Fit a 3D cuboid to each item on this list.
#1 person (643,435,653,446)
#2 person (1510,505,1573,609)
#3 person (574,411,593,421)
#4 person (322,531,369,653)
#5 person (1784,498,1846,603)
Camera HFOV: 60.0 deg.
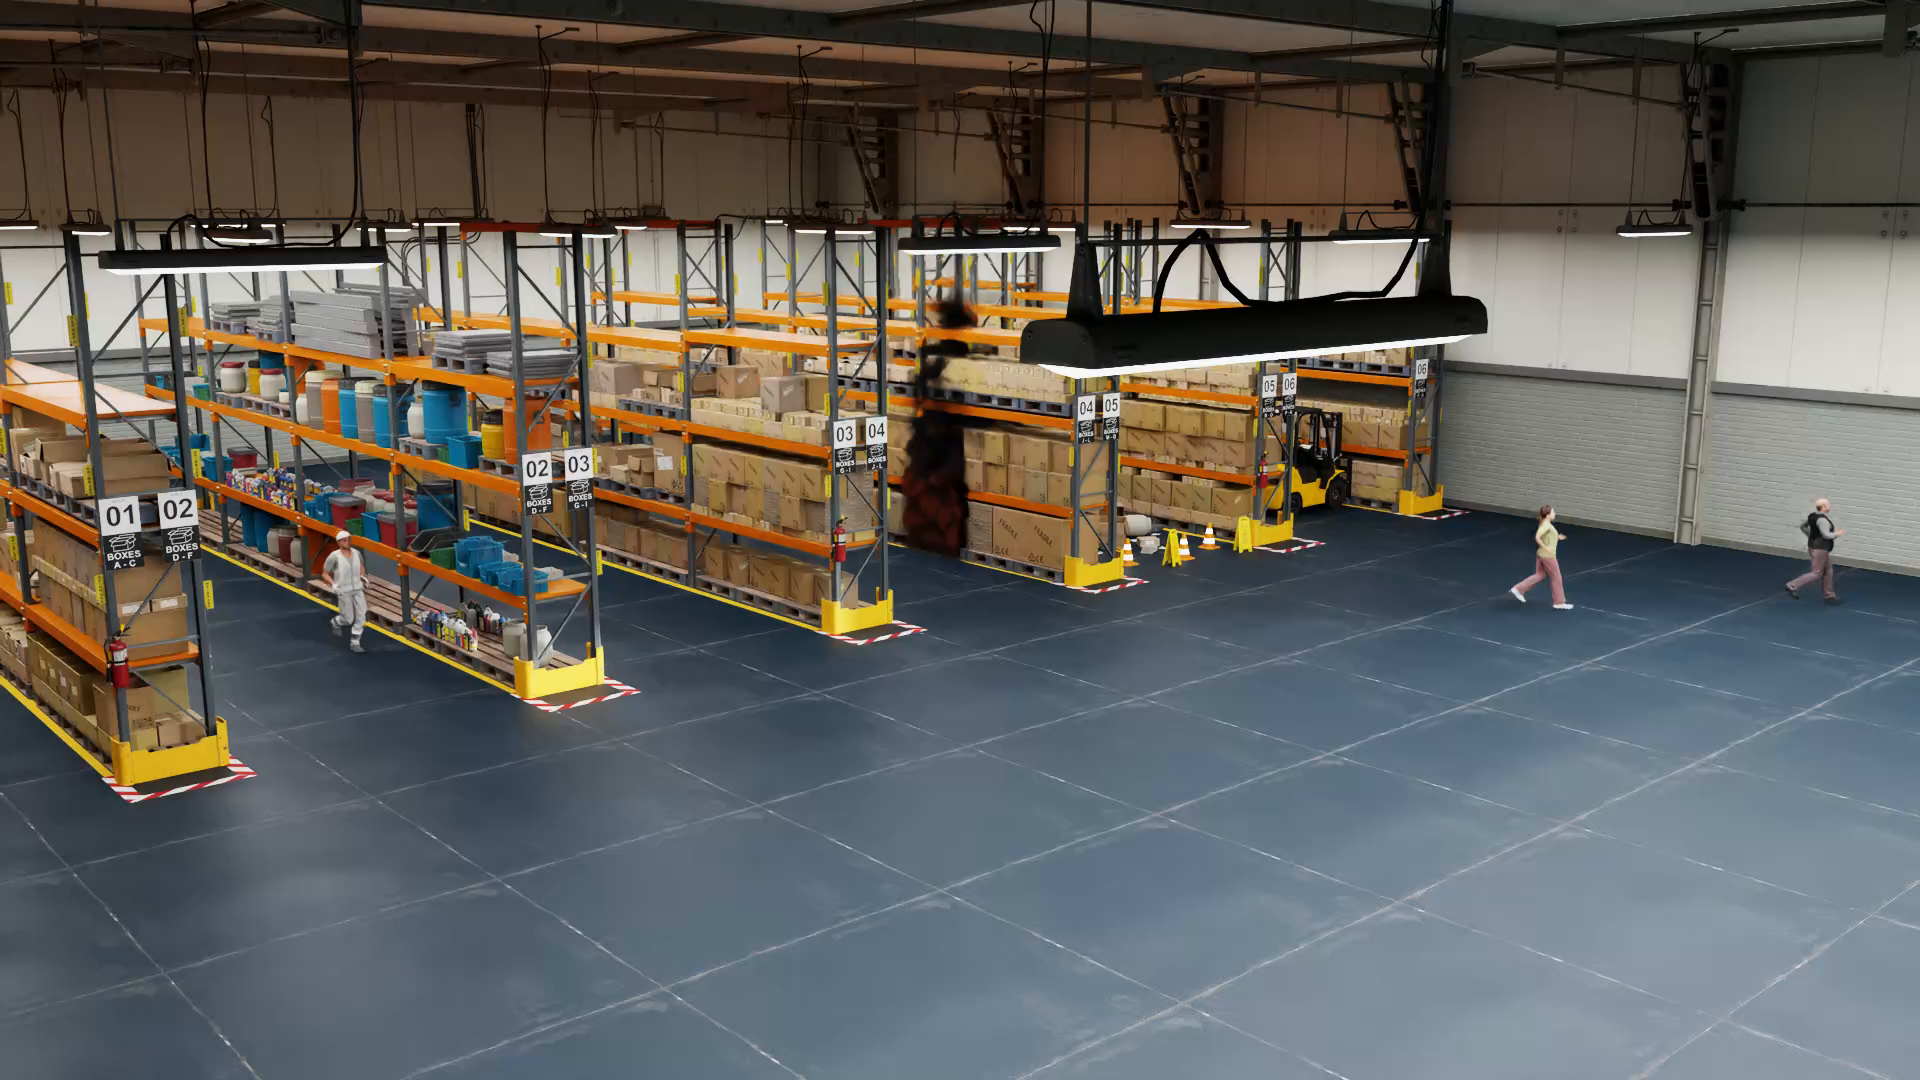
[{"bbox_3d":[-7.869,-2.933,42.141,0.816,1.731,0.557,-9,15,-39],"label":"person"},{"bbox_3d":[9.245,0.260,26.278,0.960,1.646,0.581,1,11,7],"label":"person"},{"bbox_3d":[-9.383,-2.684,40.787,0.637,1.734,0.794,-7,13,-32],"label":"person"},{"bbox_3d":[-8.803,0.724,23.897,0.704,1.749,0.653,10,15,41],"label":"person"},{"bbox_3d":[13.734,0.172,26.590,0.963,1.700,0.661,2,12,12],"label":"person"}]
